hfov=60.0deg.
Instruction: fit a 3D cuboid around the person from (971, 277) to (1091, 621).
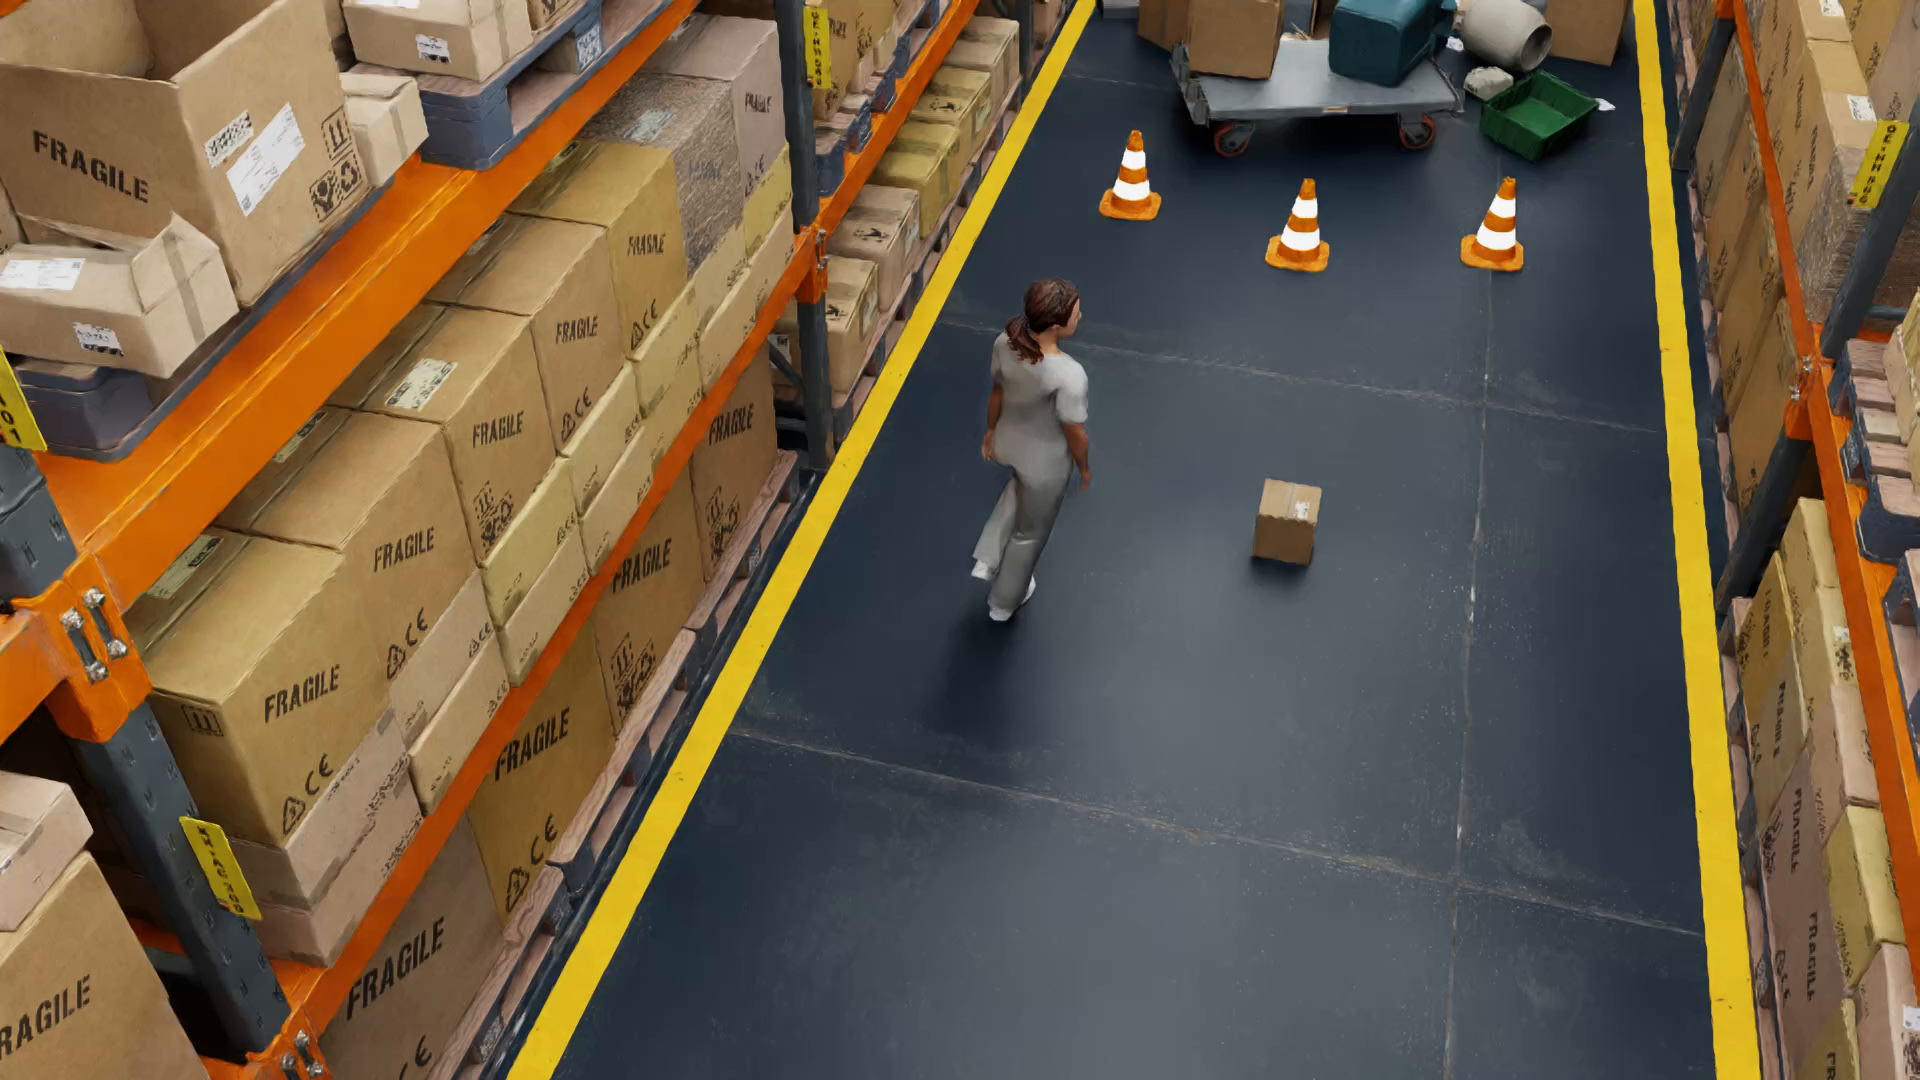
[{"bbox_3d":[0.317,-0.339,6.524,0.515,1.669,0.461,33,51,32],"label":"person"}]
